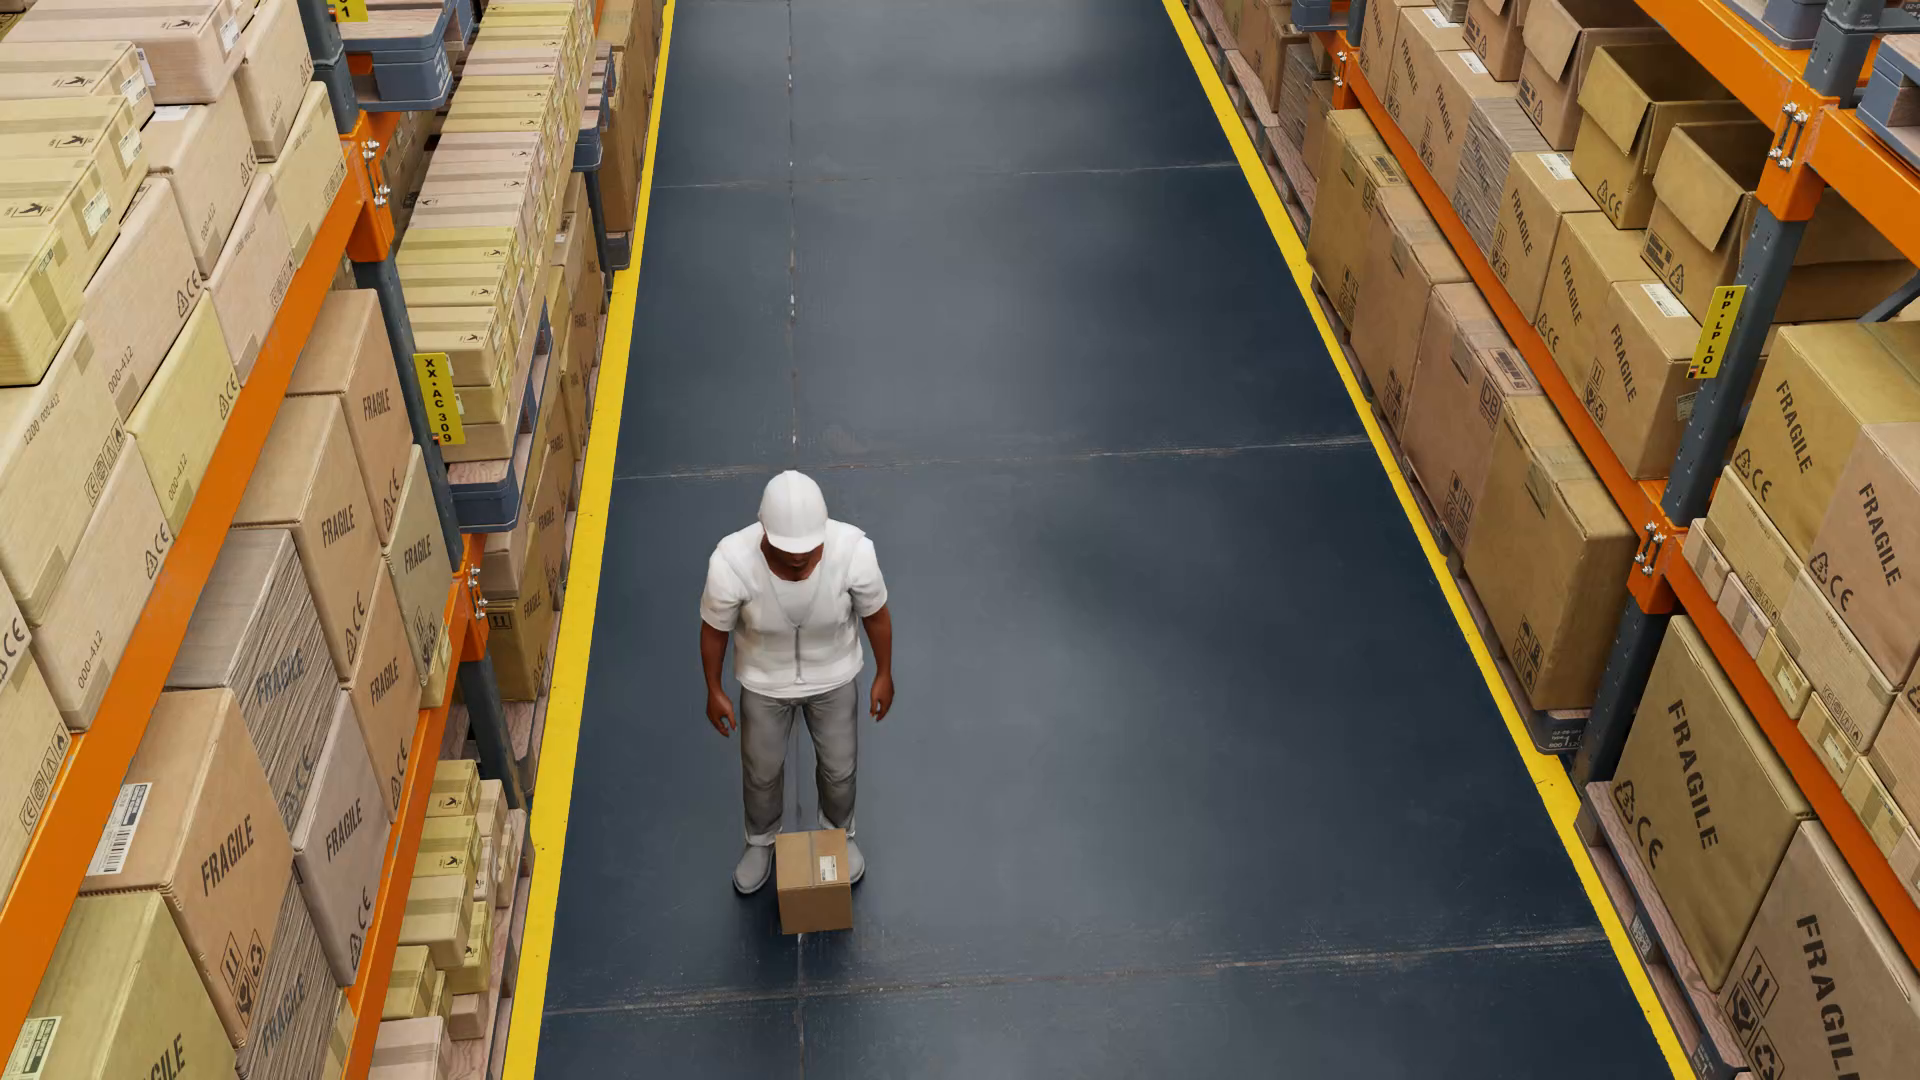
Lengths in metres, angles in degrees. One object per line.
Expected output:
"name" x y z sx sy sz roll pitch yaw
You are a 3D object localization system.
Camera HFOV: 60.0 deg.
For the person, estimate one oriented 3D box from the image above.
"person" -0.536 0.473 5.552 0.636 1.761 0.454 -5 39 -6
